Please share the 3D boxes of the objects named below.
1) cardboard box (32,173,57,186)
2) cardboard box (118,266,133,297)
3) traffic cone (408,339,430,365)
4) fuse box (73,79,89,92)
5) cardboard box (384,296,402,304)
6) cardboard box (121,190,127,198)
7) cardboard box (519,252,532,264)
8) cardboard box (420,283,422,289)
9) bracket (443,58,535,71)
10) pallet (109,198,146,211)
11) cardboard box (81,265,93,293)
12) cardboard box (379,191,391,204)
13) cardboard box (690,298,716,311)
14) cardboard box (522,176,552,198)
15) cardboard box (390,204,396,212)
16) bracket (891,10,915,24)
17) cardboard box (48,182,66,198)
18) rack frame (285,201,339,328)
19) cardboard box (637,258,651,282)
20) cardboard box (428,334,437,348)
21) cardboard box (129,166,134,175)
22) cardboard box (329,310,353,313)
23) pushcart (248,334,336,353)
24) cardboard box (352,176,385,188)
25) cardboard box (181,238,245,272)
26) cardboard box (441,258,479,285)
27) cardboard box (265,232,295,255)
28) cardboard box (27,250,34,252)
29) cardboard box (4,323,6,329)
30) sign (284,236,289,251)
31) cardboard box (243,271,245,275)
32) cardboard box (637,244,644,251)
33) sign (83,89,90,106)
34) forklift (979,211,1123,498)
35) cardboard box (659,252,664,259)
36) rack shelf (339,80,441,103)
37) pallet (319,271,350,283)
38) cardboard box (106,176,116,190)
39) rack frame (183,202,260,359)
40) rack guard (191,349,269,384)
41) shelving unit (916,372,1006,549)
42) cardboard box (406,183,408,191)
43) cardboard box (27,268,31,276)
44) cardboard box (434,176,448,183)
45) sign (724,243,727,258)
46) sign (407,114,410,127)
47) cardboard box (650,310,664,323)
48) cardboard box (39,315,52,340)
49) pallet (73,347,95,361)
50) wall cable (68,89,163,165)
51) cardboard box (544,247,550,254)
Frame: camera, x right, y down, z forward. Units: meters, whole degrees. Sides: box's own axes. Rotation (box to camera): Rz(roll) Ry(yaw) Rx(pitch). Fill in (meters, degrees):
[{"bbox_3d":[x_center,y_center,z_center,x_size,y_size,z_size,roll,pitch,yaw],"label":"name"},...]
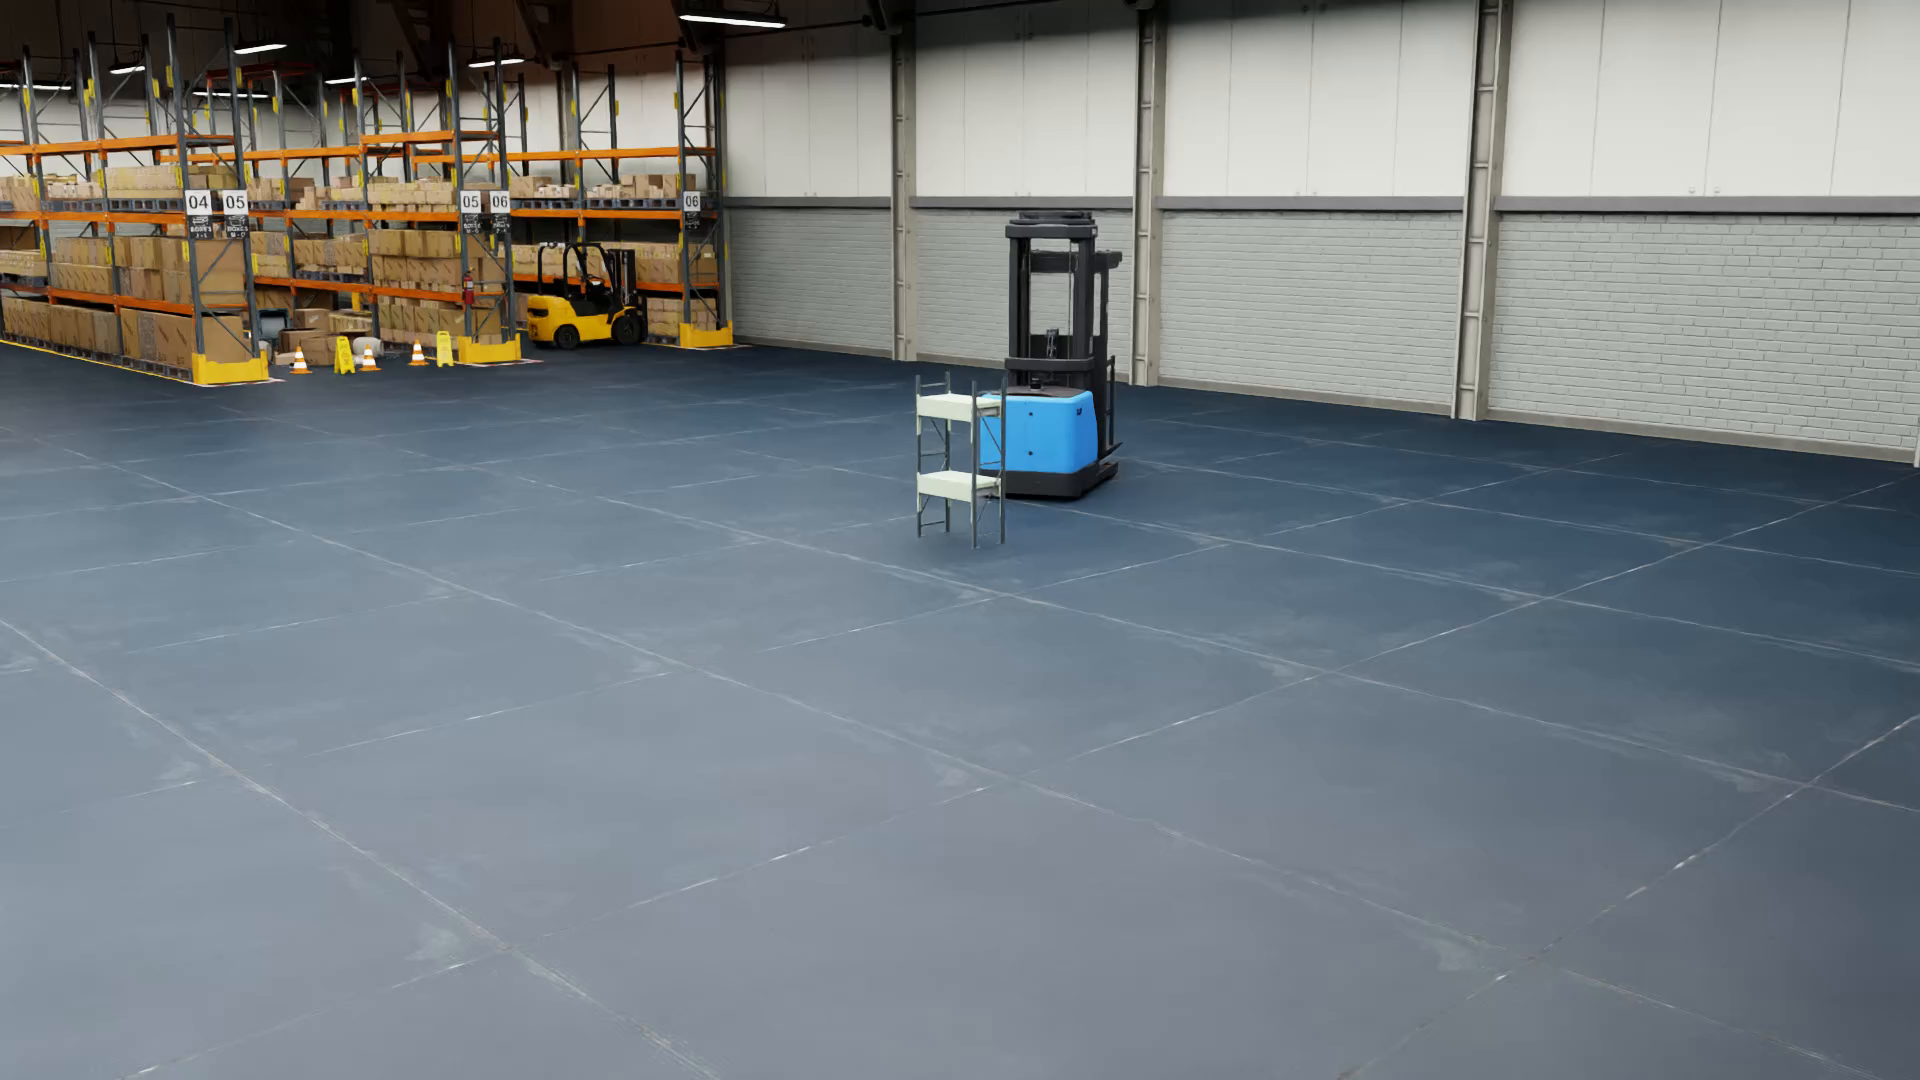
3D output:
[{"bbox_3d":[-18.469,-7.277,33.557,0.396,0.266,0.258,-11,16,-43],"label":"cardboard box"},{"bbox_3d":[-14.976,-4.798,30.734,0.875,0.550,0.550,-11,16,-43],"label":"cardboard box"},{"bbox_3d":[-10.196,-3.538,31.277,0.336,0.463,0.334,-11,16,-43],"label":"traffic cone"},{"bbox_3d":[-24.091,-12.519,45.783,0.513,0.334,0.176,-11,16,-43],"label":"fuse box"},{"bbox_3d":[-11.474,-4.875,33.786,0.380,0.149,0.250,-11,16,-42],"label":"cardboard box"},{"bbox_3d":[-14.709,-6.166,29.647,0.380,0.149,0.250,-11,16,-43],"label":"cardboard box"},{"bbox_3d":[-10.081,-6.678,39.362,0.500,0.250,0.500,11,16,44],"label":"cardboard box"},{"bbox_3d":[-10.421,-5.025,32.830,0.380,0.149,0.250,-11,16,-43],"label":"cardboard box"},{"bbox_3d":[-11.674,-11.781,41.212,0.076,0.066,4.783,-11,16,-43],"label":"bracket"},{"bbox_3d":[-14.682,-6.082,30.122,1.003,0.211,1.213,-11,16,-43],"label":"pallet"},{"bbox_3d":[-16.491,-5.012,31.897,0.500,0.500,0.500,-11,16,-42],"label":"cardboard box"},{"bbox_3d":[-11.260,-6.846,33.249,0.500,0.250,0.500,-11,16,-43],"label":"cardboard box"},{"bbox_3d":[-5.574,-5.035,35.551,0.500,0.250,0.500,-11,16,-43],"label":"cardboard box"},{"bbox_3d":[-9.877,-8.242,38.851,0.500,0.500,0.500,-10,16,-41],"label":"cardboard box"},{"bbox_3d":[-11.155,-6.639,33.230,0.380,0.149,0.250,-10,15,-41],"label":"cardboard box"},{"bbox_3d":[-1.035,-9.533,30.299,0.235,0.232,0.430,-11,16,-43],"label":"bracket"},{"bbox_3d":[-17.661,-6.905,32.828,0.500,0.311,0.500,-11,16,-42],"label":"cardboard box"},{"bbox_3d":[-14.491,-6.065,37.256,1.000,3.000,0.127,-11,16,-43],"label":"rack frame"},{"bbox_3d":[-6.615,-5.826,35.846,0.500,0.500,0.500,-11,16,-44],"label":"cardboard box"},{"bbox_3d":[-10.071,-3.914,32.587,0.500,0.250,0.500,-11,16,-42],"label":"cardboard box"},{"bbox_3d":[-14.354,-6.482,29.204,0.380,0.149,0.250,-11,16,-43],"label":"cardboard box"},{"bbox_3d":[-14.108,-4.900,37.071,0.625,0.372,0.950,10,16,41],"label":"cardboard box"},{"bbox_3d":[-13.343,-3.872,33.109,0.936,0.377,1.648,6,13,26],"label":"pushcart"},{"bbox_3d":[-12.221,-7.395,34.366,0.500,0.250,0.500,-10,16,-41],"label":"cardboard box"},{"bbox_3d":[-12.705,-4.855,28.334,0.875,0.550,0.550,-11,16,-43],"label":"cardboard box"},{"bbox_3d":[-9.541,-5.133,31.747,0.500,0.500,0.500,-11,16,-44],"label":"cardboard box"},{"bbox_3d":[-15.398,-6.717,37.692,0.500,0.500,0.500,-11,16,-42],"label":"cardboard box"},{"bbox_3d":[-19.982,-6.210,36.066,0.250,0.149,0.380,11,16,43],"label":"cardboard box"},{"bbox_3d":[-21.281,-4.764,36.962,0.380,0.149,0.250,-11,16,-42],"label":"cardboard box"},{"bbox_3d":[-14.890,-6.554,36.761,0.100,0.325,0.005,-11,16,-43],"label":"sign"},{"bbox_3d":[-16.440,-6.322,38.875,0.500,0.250,0.500,-11,16,-43],"label":"cardboard box"},{"bbox_3d":[-6.733,-6.297,35.791,0.380,0.149,0.250,-10,16,-41],"label":"cardboard box"},{"bbox_3d":[-17.603,-8.912,33.498,0.100,0.325,0.005,-11,16,-43],"label":"sign"},{"bbox_3d":[1.144,-2.131,18.329,1.130,2.935,3.031,4,12,18],"label":"forklift"},{"bbox_3d":[-6.154,-6.048,35.315,0.380,0.149,0.250,-11,16,-42],"label":"cardboard box"},{"bbox_3d":[-15.047,-11.847,43.998,1.077,0.370,4.000,-11,16,-43],"label":"rack shelf"},{"bbox_3d":[-13.094,-5.688,35.900,1.003,0.211,1.213,-11,16,-43],"label":"pallet"},{"bbox_3d":[-15.104,-6.463,30.097,0.500,0.250,0.500,-11,16,-42],"label":"cardboard box"},{"bbox_3d":[-12.477,-4.193,28.169,1.000,3.000,0.127,-11,16,-43],"label":"rack frame"},{"bbox_3d":[-12.460,-2.965,28.404,1.175,0.500,0.348,-11,16,-43],"label":"rack guard"},{"bbox_3d":[0.005,-0.734,15.094,0.431,1.500,0.755,-11,16,-43],"label":"shelving unit"},{"bbox_3d":[-10.614,-6.911,32.575,0.380,0.149,0.250,-10,16,-41],"label":"cardboard box"},{"bbox_3d":[-18.845,-5.488,34.035,0.380,0.149,0.250,-11,16,-43],"label":"cardboard box"},{"bbox_3d":[-13.405,-9.255,42.877,0.396,0.266,0.258,-11,16,-43],"label":"cardboard box"},{"bbox_3d":[-4.974,-6.129,35.224,0.100,0.325,0.005,-11,16,-43],"label":"sign"},{"bbox_3d":[-14.071,-10.703,42.388,0.100,0.325,0.005,-11,16,-43],"label":"sign"},{"bbox_3d":[-6.280,-4.796,35.629,0.500,0.250,0.500,-11,16,-43],"label":"cardboard box"},{"bbox_3d":[-18.645,-4.402,34.335,0.500,0.500,0.500,-11,16,-43],"label":"cardboard box"},{"bbox_3d":[-16.673,-3.691,32.644,1.003,0.211,1.213,-11,16,-43],"label":"pallet"},{"bbox_3d":[-23.602,-11.066,46.663,2.355,3.000,0.029,-11,16,-43],"label":"wall cable"},{"bbox_3d":[-9.442,-6.742,38.684,0.380,0.149,0.250,-11,16,-42],"label":"cardboard box"}]
